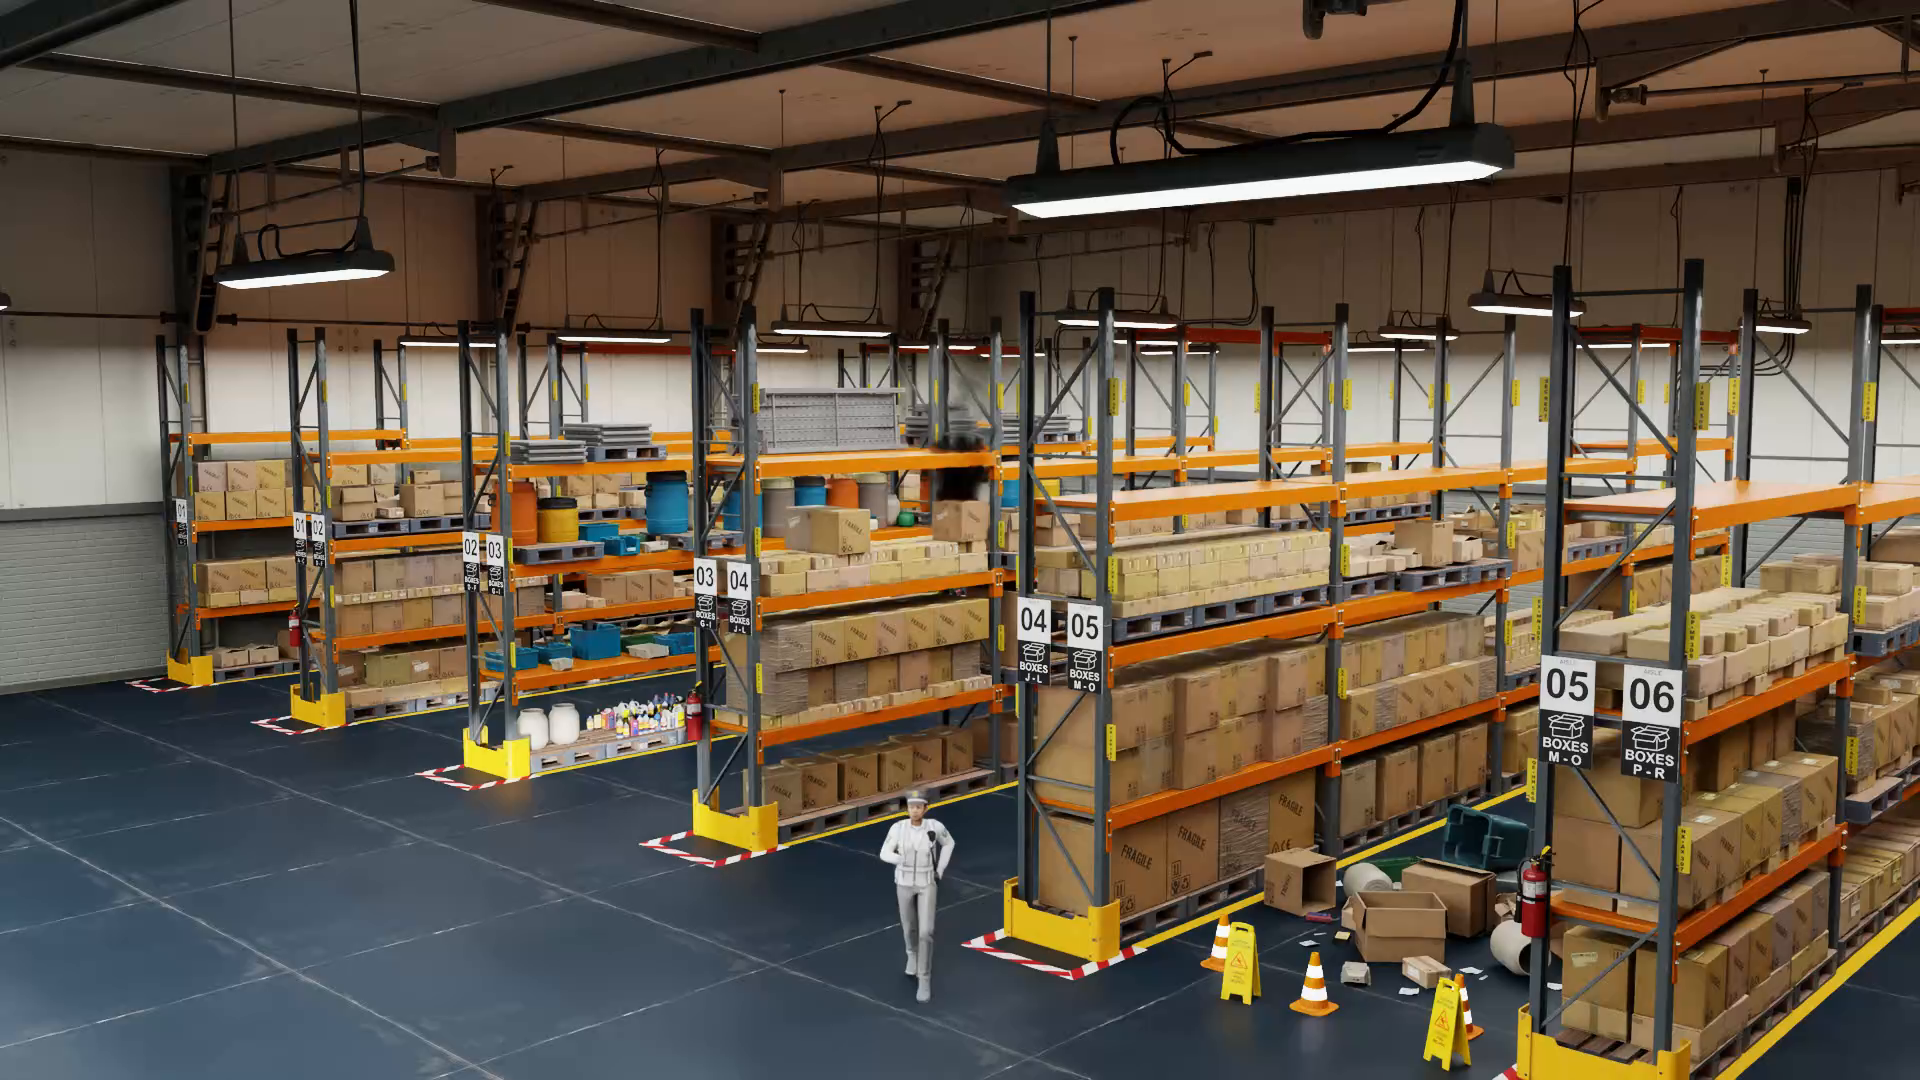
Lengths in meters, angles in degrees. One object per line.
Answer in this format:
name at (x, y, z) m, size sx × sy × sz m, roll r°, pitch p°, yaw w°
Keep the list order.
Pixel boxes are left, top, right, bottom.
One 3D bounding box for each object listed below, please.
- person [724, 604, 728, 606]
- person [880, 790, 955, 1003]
person at (-3.842, 1.711, 28.230) m, size 0.613 × 1.714 × 0.711 m, roll 4°, pitch 7°, yaw 39°
person at (-0.403, 2.981, 14.221) m, size 0.554 × 1.756 × 0.734 m, roll 1°, pitch 5°, yaw 8°
